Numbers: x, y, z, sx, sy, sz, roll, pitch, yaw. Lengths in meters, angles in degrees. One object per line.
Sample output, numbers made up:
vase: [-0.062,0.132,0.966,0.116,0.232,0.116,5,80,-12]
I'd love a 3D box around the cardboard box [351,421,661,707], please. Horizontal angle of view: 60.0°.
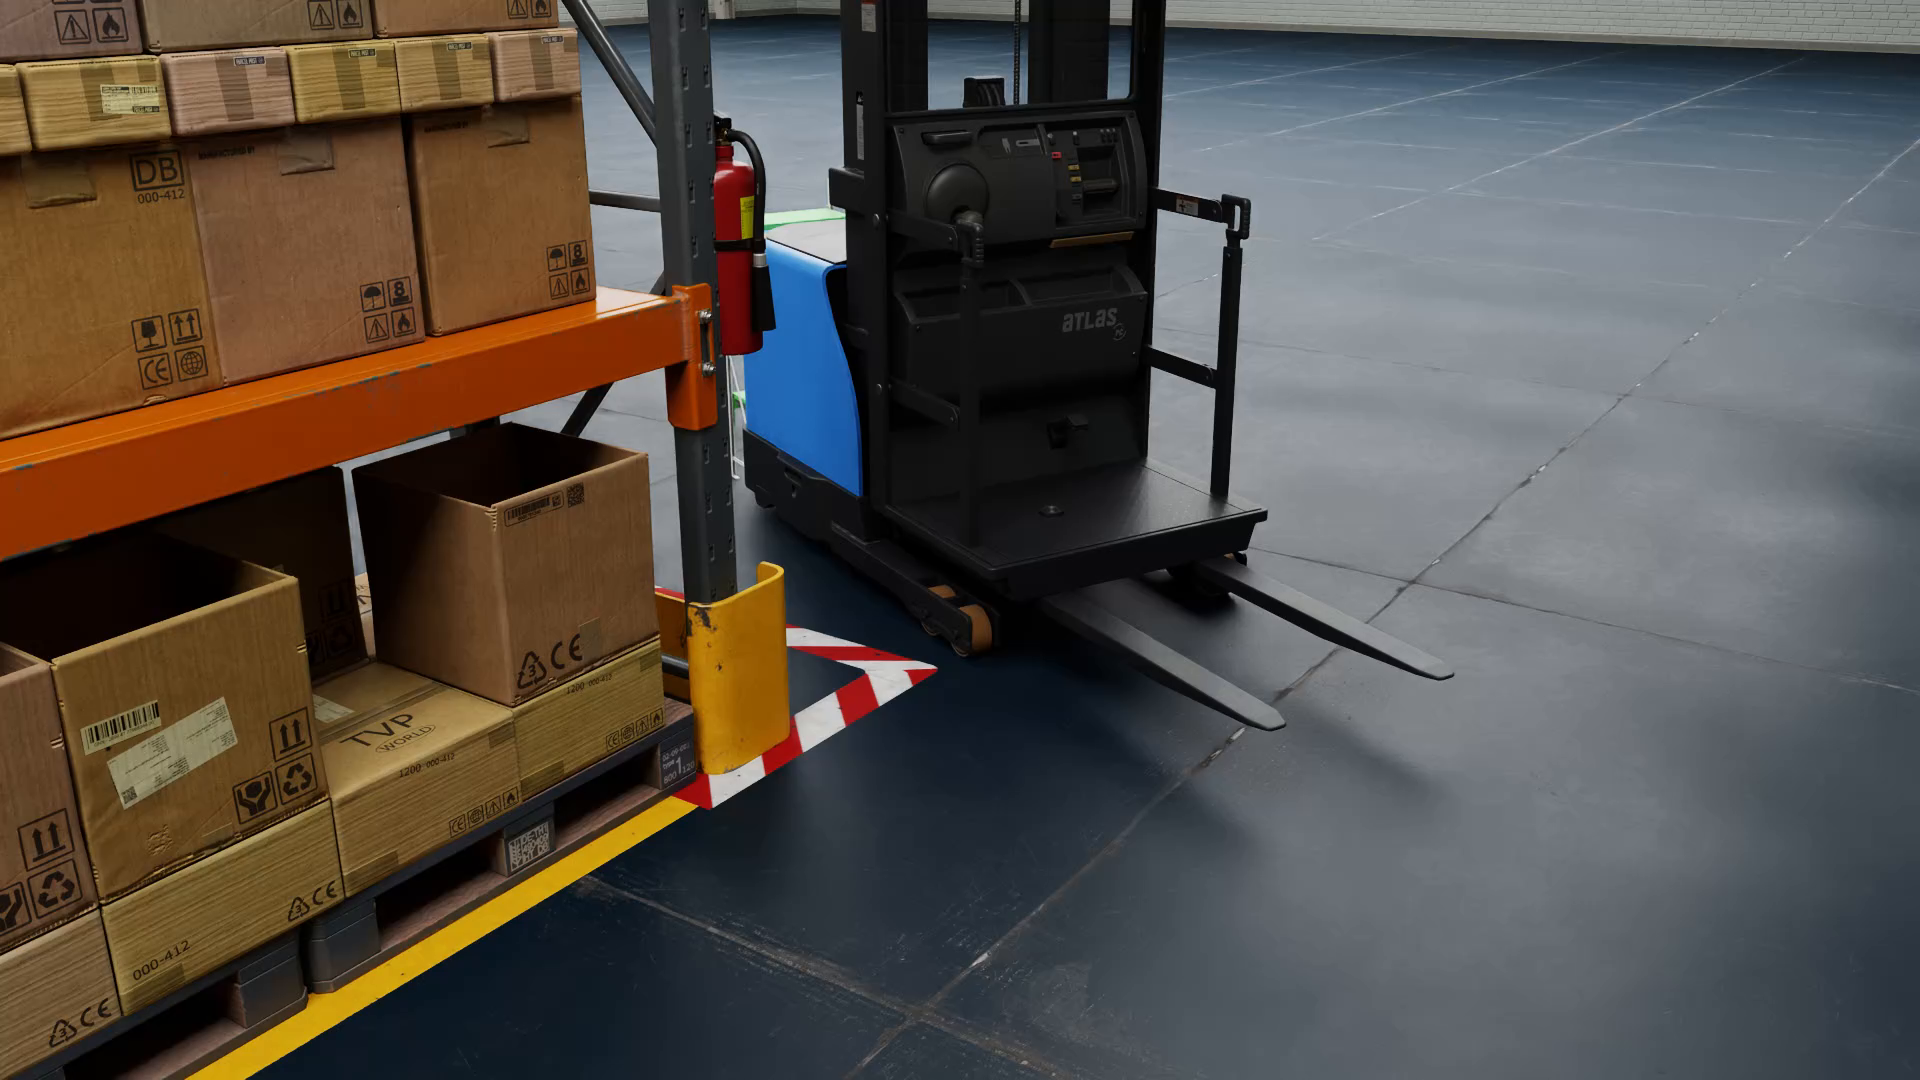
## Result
cardboard box: [-1.109,0.039,4.113,0.500,0.500,0.500,13,24,32]

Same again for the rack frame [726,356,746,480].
rack frame: [-0.893,-0.796,6.687,0.015,1.200,0.240,-12,23,-29]

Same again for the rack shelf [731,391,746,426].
rack shelf: [-0.684,-0.555,6.911,0.480,0.148,0.258,-12,23,-29]

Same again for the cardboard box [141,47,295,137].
cardboard box: [-1.544,-0.897,3.288,0.380,0.149,0.250,14,24,33]

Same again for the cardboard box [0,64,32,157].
cardboard box: [-1.838,-0.746,2.879,0.380,0.149,0.250,14,25,33]

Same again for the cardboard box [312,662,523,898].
cardboard box: [-1.382,0.536,3.850,0.500,0.250,0.500,13,24,32]

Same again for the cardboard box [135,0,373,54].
cardboard box: [-1.648,-1.270,3.362,0.700,0.500,0.500,13,24,30]

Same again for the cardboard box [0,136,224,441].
cardboard box: [-1.902,-0.536,3.247,0.700,0.500,0.500,13,24,32]

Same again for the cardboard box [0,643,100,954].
cardboard box: [-1.942,0.472,2.942,0.500,0.500,0.500,13,24,32]

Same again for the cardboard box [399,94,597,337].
cardboard box: [-1.327,-0.829,4.039,0.700,0.500,0.500,13,24,32]

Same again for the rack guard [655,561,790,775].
rack guard: [-1.041,0.252,4.864,1.175,0.500,0.348,13,24,32]

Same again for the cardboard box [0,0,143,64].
cardboard box: [-1.931,-1.126,2.970,0.700,0.500,0.500,13,24,32]

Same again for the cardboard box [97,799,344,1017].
cardboard box: [-1.662,0.680,3.461,0.500,0.250,0.500,13,24,32]

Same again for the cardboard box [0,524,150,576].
cardboard box: [-2.089,0.228,3.603,0.500,0.500,0.500,13,24,32]

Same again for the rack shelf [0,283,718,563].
rack shelf: [-2.178,-0.002,2.985,1.077,0.370,4.000,13,24,32]

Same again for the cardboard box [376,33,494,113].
cardboard box: [-1.257,-1.043,3.681,0.380,0.149,0.250,14,24,33]

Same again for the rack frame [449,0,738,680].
rack frame: [-1.054,-0.914,4.411,1.000,3.000,0.127,13,24,32]

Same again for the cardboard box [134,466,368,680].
cardboard box: [-1.819,0.082,3.998,0.500,0.500,0.500,13,24,32]

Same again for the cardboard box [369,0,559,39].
cardboard box: [-1.357,-1.422,3.772,0.700,0.500,0.500,13,24,32]

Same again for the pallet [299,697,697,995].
pallet: [-1.449,0.622,4.280,1.003,0.211,1.213,13,24,32]

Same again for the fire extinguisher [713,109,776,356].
fire extinguisher: [-0.603,-0.821,4.272,0.296,0.674,0.183,13,24,32]

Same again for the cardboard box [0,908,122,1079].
cardboard box: [-1.944,0.823,3.074,0.500,0.250,0.500,13,24,32]

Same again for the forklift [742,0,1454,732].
forklift: [0.320,-1.186,5.247,1.130,2.935,3.031,-12,23,-28]

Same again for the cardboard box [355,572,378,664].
cardboard box: [-1.540,0.289,4.517,0.500,0.250,0.500,13,24,32]

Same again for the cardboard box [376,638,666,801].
cardboard box: [-1.111,0.390,4.244,0.500,0.250,0.500,13,24,32]

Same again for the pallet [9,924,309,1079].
pallet: [-2.136,0.970,3.337,1.003,0.211,1.213,13,24,32]

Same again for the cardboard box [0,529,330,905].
cardboard box: [-1.659,0.329,3.329,0.500,0.500,0.500,13,24,32]

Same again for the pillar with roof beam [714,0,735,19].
pillar with roof beam: [-2.260,-16.304,37.371,9.100,9.000,0.400,13,24,32]

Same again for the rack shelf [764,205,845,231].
rack shelf: [-0.684,-1.230,6.661,0.480,0.148,0.258,-12,23,-29]

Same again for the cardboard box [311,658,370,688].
cardboard box: [-1.818,0.434,4.127,0.500,0.250,0.500,13,24,32]

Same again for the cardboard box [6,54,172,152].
cardboard box: [-1.691,-0.822,3.085,0.380,0.149,0.250,14,25,33]

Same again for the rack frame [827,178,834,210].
rack frame: [-0.475,-0.883,6.923,0.015,1.200,0.240,-12,23,-29]

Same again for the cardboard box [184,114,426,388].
cardboard box: [-1.618,-0.678,3.629,0.700,0.500,0.500,14,24,33]

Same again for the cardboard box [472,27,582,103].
cardboard box: [-1.111,-1.118,3.885,0.380,0.149,0.250,13,24,31]

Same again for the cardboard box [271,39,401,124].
cardboard box: [-1.401,-0.969,3.482,0.380,0.149,0.250,13,24,31]

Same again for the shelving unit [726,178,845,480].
shelving unit: [-0.684,-0.840,6.805,0.503,1.200,0.258,-12,23,-29]
